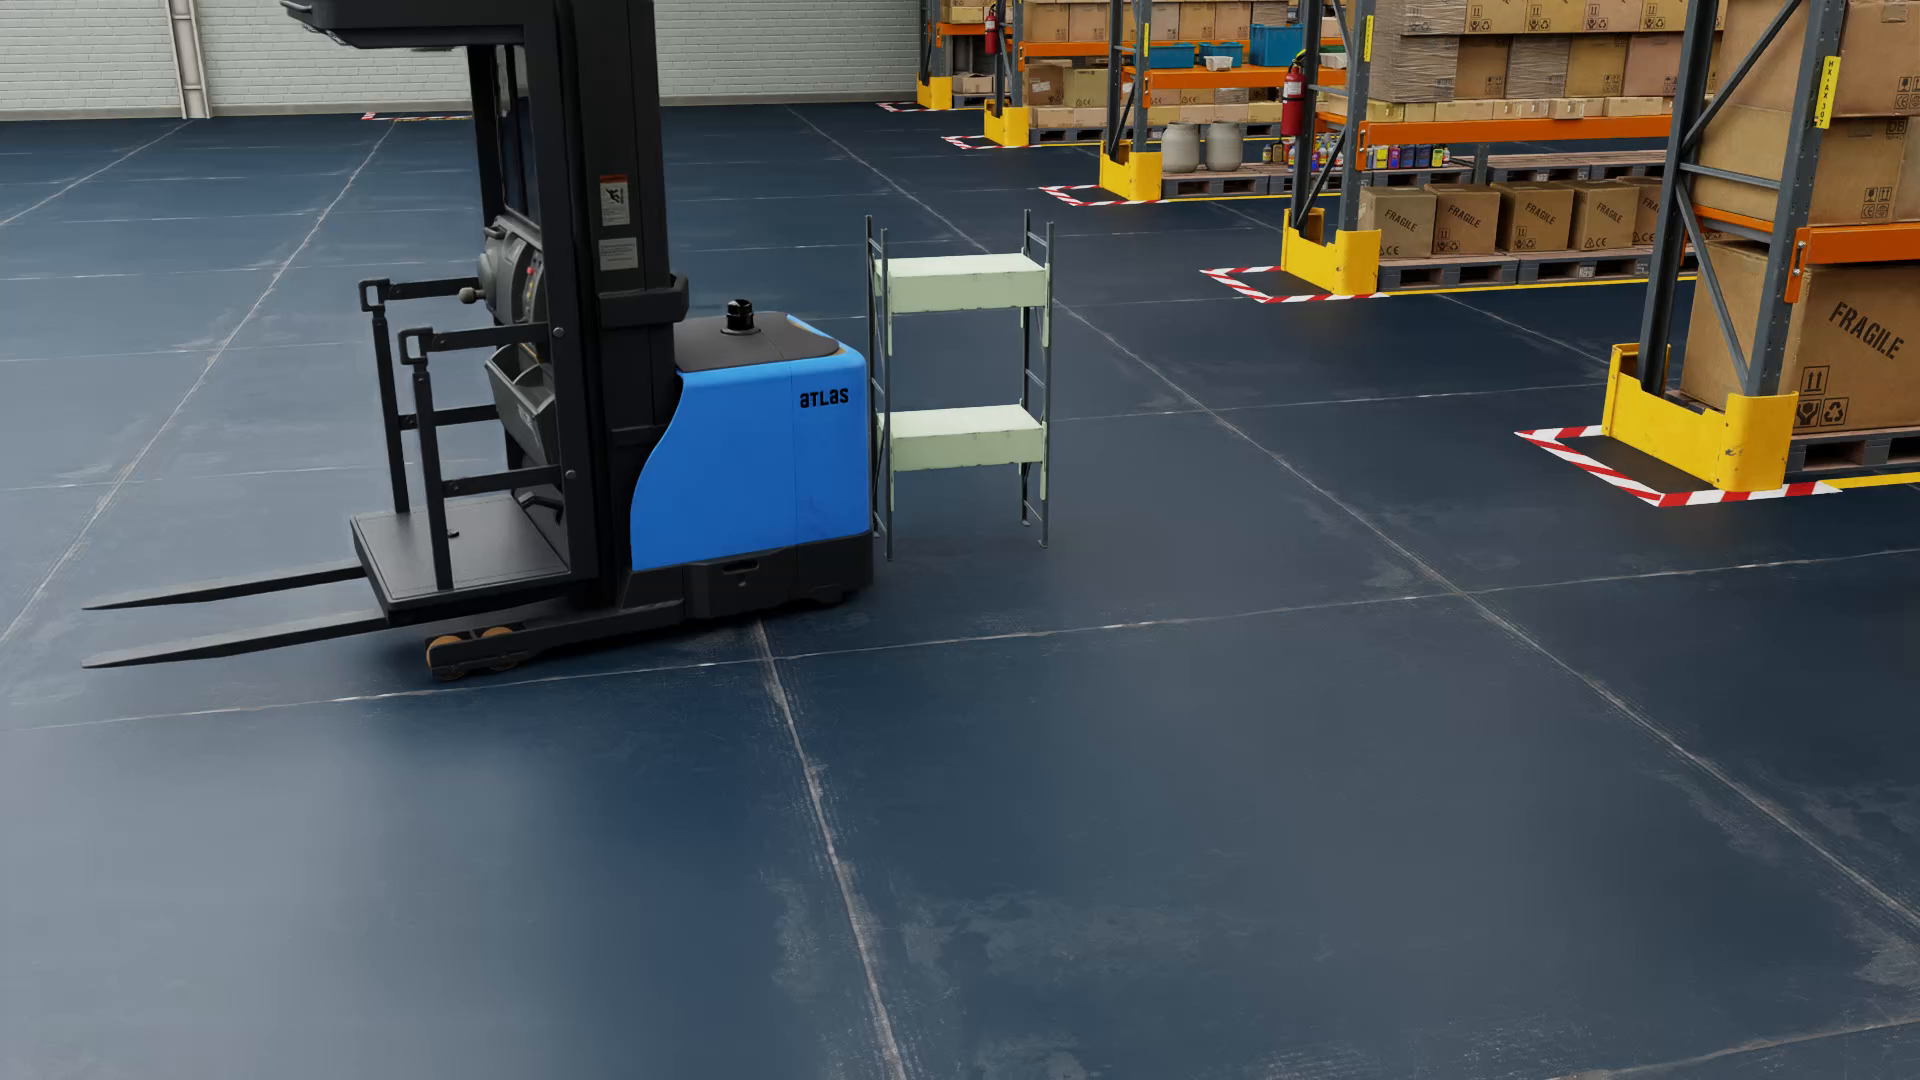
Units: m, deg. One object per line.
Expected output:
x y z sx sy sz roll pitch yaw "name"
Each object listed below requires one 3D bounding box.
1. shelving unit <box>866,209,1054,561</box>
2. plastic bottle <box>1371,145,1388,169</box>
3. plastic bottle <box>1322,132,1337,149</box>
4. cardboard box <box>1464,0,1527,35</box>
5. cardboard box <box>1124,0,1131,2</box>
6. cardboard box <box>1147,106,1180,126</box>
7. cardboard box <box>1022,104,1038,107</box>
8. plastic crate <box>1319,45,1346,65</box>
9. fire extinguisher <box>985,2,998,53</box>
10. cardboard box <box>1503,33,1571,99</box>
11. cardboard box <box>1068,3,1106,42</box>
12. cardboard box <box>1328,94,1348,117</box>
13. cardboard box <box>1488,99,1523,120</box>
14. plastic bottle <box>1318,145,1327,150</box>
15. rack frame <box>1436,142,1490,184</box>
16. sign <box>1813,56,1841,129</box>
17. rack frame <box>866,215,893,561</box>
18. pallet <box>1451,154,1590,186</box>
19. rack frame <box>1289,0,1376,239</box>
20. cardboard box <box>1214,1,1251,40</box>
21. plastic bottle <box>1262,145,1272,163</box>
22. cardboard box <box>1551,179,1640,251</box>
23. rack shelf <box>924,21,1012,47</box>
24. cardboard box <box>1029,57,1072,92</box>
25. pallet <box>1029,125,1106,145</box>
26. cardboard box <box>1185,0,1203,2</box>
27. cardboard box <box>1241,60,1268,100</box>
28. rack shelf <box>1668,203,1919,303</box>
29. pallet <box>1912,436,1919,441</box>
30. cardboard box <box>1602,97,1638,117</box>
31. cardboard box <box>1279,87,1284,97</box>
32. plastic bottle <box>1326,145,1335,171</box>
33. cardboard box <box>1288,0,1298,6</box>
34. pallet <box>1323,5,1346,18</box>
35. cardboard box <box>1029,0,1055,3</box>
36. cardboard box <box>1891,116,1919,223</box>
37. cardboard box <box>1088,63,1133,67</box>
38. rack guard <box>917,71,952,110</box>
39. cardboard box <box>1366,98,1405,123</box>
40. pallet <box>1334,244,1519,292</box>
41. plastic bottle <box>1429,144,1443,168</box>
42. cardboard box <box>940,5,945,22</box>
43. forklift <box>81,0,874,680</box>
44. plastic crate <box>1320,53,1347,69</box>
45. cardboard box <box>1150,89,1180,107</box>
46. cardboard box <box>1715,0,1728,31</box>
-0.006 -0.704 7.555 0.755 1.500 0.431 -5 21 -12 "shelving unit"
4.619 -4.273 18.330 0.185 0.351 0.144 -5 21 -13 "plastic bottle"
4.202 -4.488 18.916 0.185 0.351 0.144 -5 21 -13 "plastic bottle"
4.013 -4.170 12.805 0.500 0.500 0.500 -5 21 -12 "cardboard box"
2.087 -7.233 22.111 0.250 0.149 0.380 -5 21 -14 "cardboard box"
2.684 -5.833 22.763 0.500 0.250 0.500 -5 21 -12 "cardboard box"
1.105 -5.888 22.914 0.500 0.250 0.500 -5 21 -12 "cardboard box"
4.294 -5.386 18.465 0.662 0.188 0.450 -5 21 -12 "plastic crate"
0.429 -6.950 22.539 0.183 0.674 0.296 -5 21 -12 "fire extinguisher"
4.424 -3.850 13.386 0.500 0.500 0.875 -5 21 -12 "cardboard box"
1.618 -6.963 22.317 0.500 0.500 0.700 -4 21 -11 "cardboard box"
3.157 -3.498 13.367 0.250 0.149 0.380 -5 21 -12 "cardboard box"
4.237 -3.421 13.158 0.250 0.149 0.380 -5 21 -12 "cardboard box"
4.091 -4.366 18.801 0.097 0.201 0.097 0 20 0 "plastic bottle"
5.680 -5.499 18.464 0.127 3.000 1.000 -5 21 -12 "rack frame"
4.092 -2.113 7.849 0.005 0.325 0.100 -5 21 -12 "sign"
-0.363 -0.675 7.476 0.023 1.500 0.400 -5 21 -12 "rack frame"
6.435 -4.264 19.149 1.213 0.211 1.003 -5 21 -12 "pallet"
2.927 -3.524 13.074 0.127 3.000 1.000 -5 21 -12 "rack frame"
3.602 -7.123 22.753 0.500 0.500 0.700 -5 21 -13 "cardboard box"
3.474 -4.367 18.803 0.097 0.201 0.097 0 20 0 "plastic bottle"
5.280 -2.723 13.909 0.500 0.500 0.500 -7 21 -17 "cardboard box"
1.454 -8.319 27.209 4.000 0.370 1.077 -5 21 -12 "rack shelf"
1.482 -7.642 27.310 0.500 0.500 0.700 -6 21 -16 "cardboard box"
1.386 -5.606 22.810 1.213 0.211 1.003 -5 21 -12 "pallet"
3.093 -7.315 22.335 0.250 0.149 0.380 -4 21 -11 "cardboard box"
4.021 -6.483 23.449 0.500 0.500 0.500 -5 21 -12 "cardboard box"
5.916 -1.676 9.076 4.000 0.370 1.077 -5 21 -12 "rack shelf"
5.915 -0.731 9.504 1.213 0.211 1.003 -5 21 -12 "pallet"
5.215 -3.493 13.356 0.250 0.149 0.380 -5 21 -12 "cardboard box"
4.872 -6.454 23.645 0.500 0.311 0.500 -5 21 -12 "cardboard box"
4.054 -4.182 18.196 0.097 0.271 0.097 0 20 0 "plastic bottle"
5.631 -9.238 27.888 0.500 0.500 0.700 -5 21 -12 "cardboard box"
6.624 -8.949 28.163 1.003 0.211 1.213 -5 21 -12 "pallet"
1.083 -7.151 21.886 0.250 0.149 0.380 -5 21 -13 "cardboard box"
4.851 -2.022 8.754 0.550 0.550 0.875 -5 21 -12 "cardboard box"
2.074 -6.325 23.016 0.500 0.500 0.500 -5 21 -12 "cardboard box"
-0.418 -7.330 27.099 0.348 0.500 1.175 -5 21 -12 "rack guard"
3.259 -3.349 12.961 0.250 0.149 0.380 -5 21 -12 "cardboard box"
3.800 -2.273 13.713 1.213 0.211 1.003 -5 21 -12 "pallet"
5.288 -4.281 18.450 0.133 0.283 0.061 -4 20 -10 "plastic bottle"
-0.082 -8.539 26.953 0.500 0.250 0.500 -4 21 -12 "cardboard box"
-1.923 -1.048 6.414 3.031 2.935 1.130 -10 22 -25 "forklift"
4.158 -5.161 17.927 0.437 0.136 0.530 -5 21 -12 "plastic crate"
2.685 -6.184 22.633 0.500 0.500 0.500 -5 21 -12 "cardboard box"
5.959 -4.329 13.240 0.500 0.500 0.500 -5 21 -12 "cardboard box"
